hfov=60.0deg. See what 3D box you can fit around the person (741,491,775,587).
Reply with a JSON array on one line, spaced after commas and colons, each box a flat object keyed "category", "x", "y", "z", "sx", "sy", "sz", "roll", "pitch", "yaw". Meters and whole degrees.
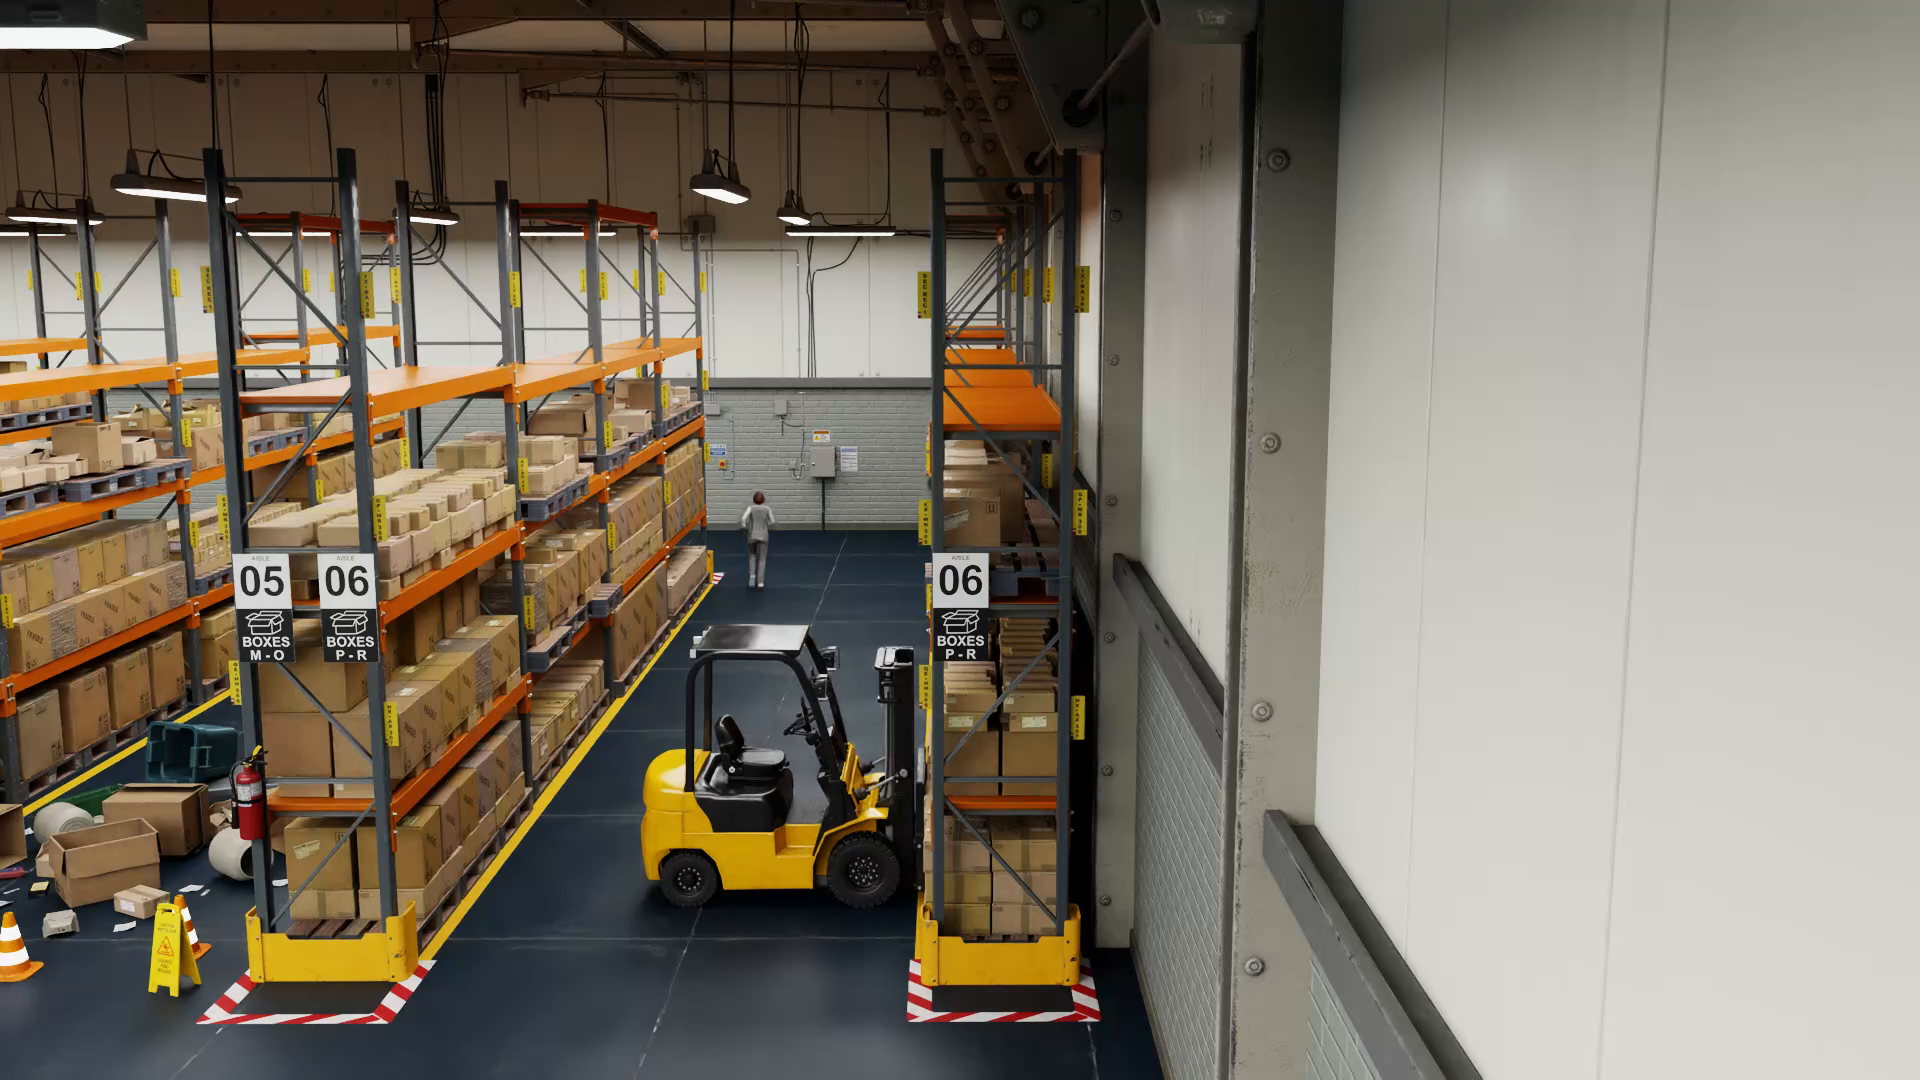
[{"category": "person", "x": -3.327, "y": -0.009, "z": 27.440, "sx": 0.549, "sy": 1.605, "sz": 0.651, "roll": -1, "pitch": 9, "yaw": -4}]
